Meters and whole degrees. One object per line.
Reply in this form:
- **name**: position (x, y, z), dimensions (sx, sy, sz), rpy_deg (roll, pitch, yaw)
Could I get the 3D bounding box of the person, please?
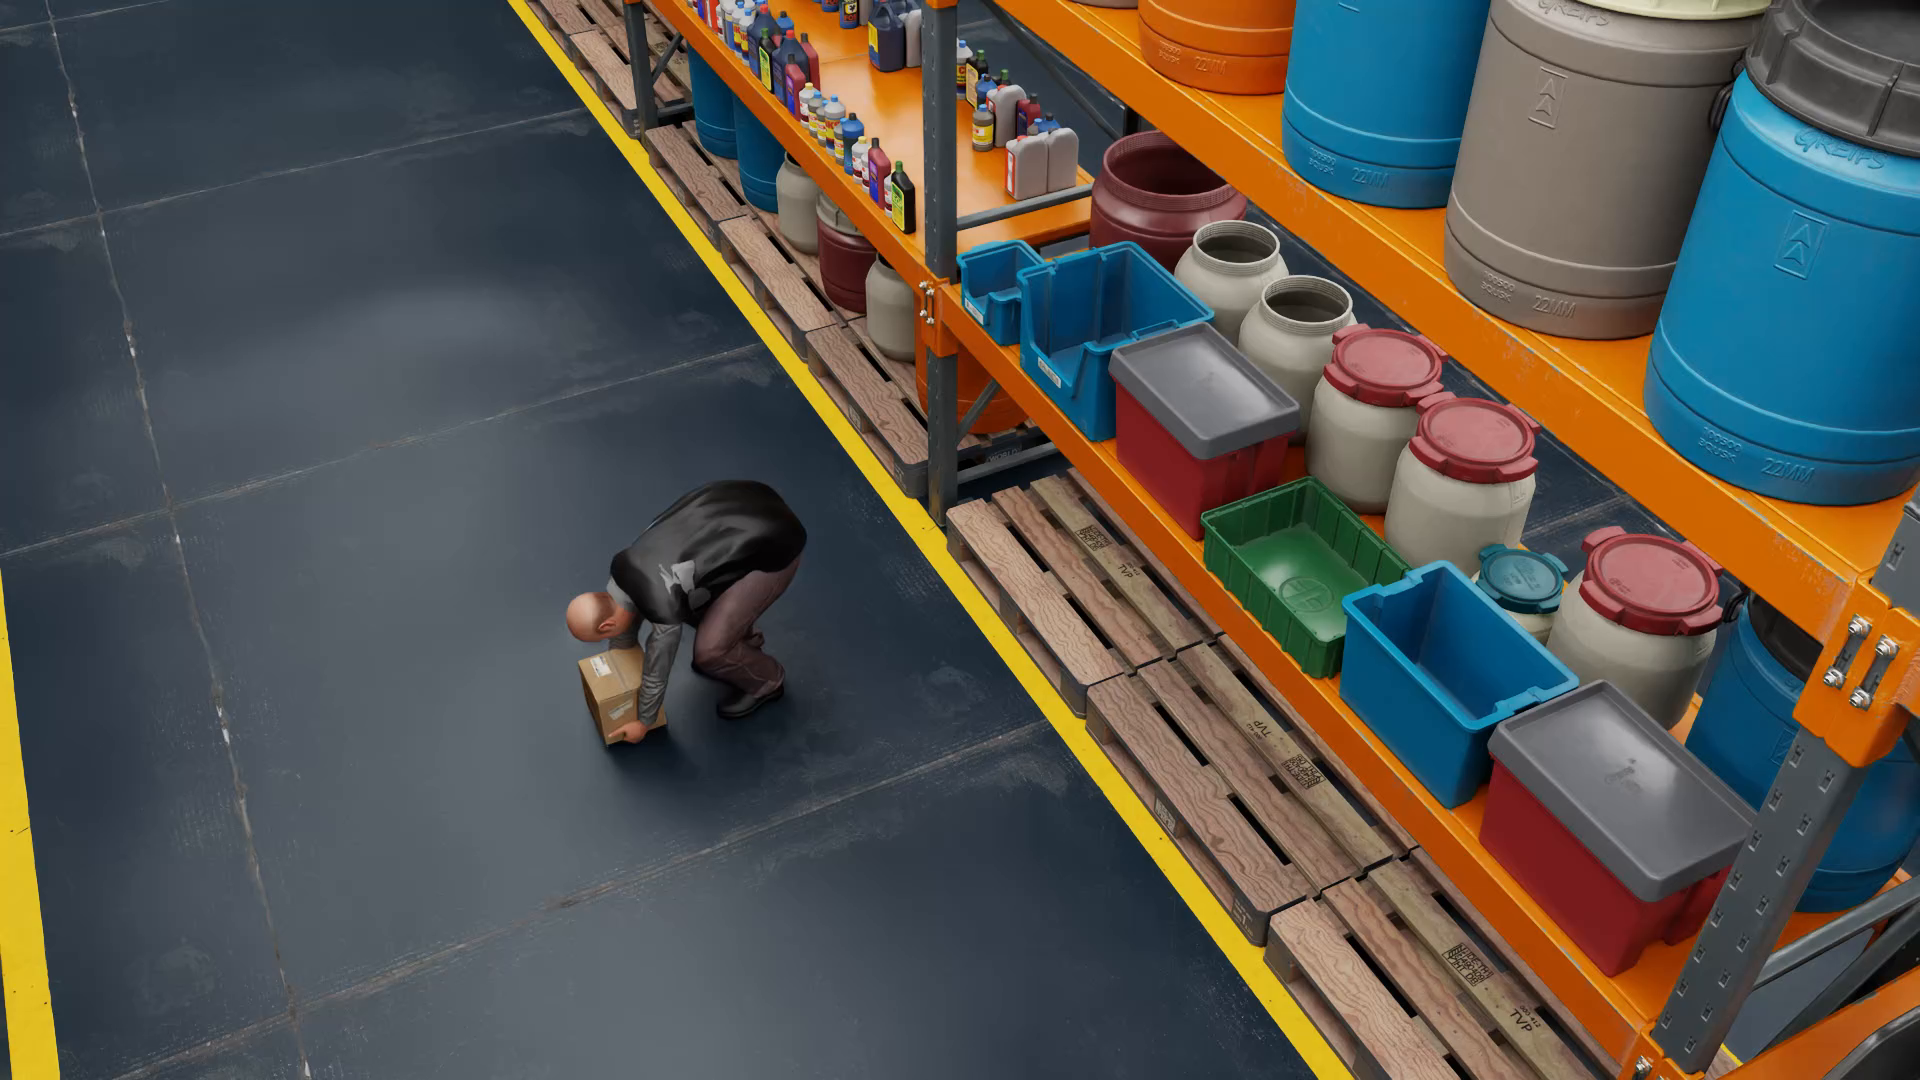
- **person**: position (-1.046, 0.275, 6.450), dimensions (0.945, 0.945, 0.515), rpy_deg (-21, 45, -22)
